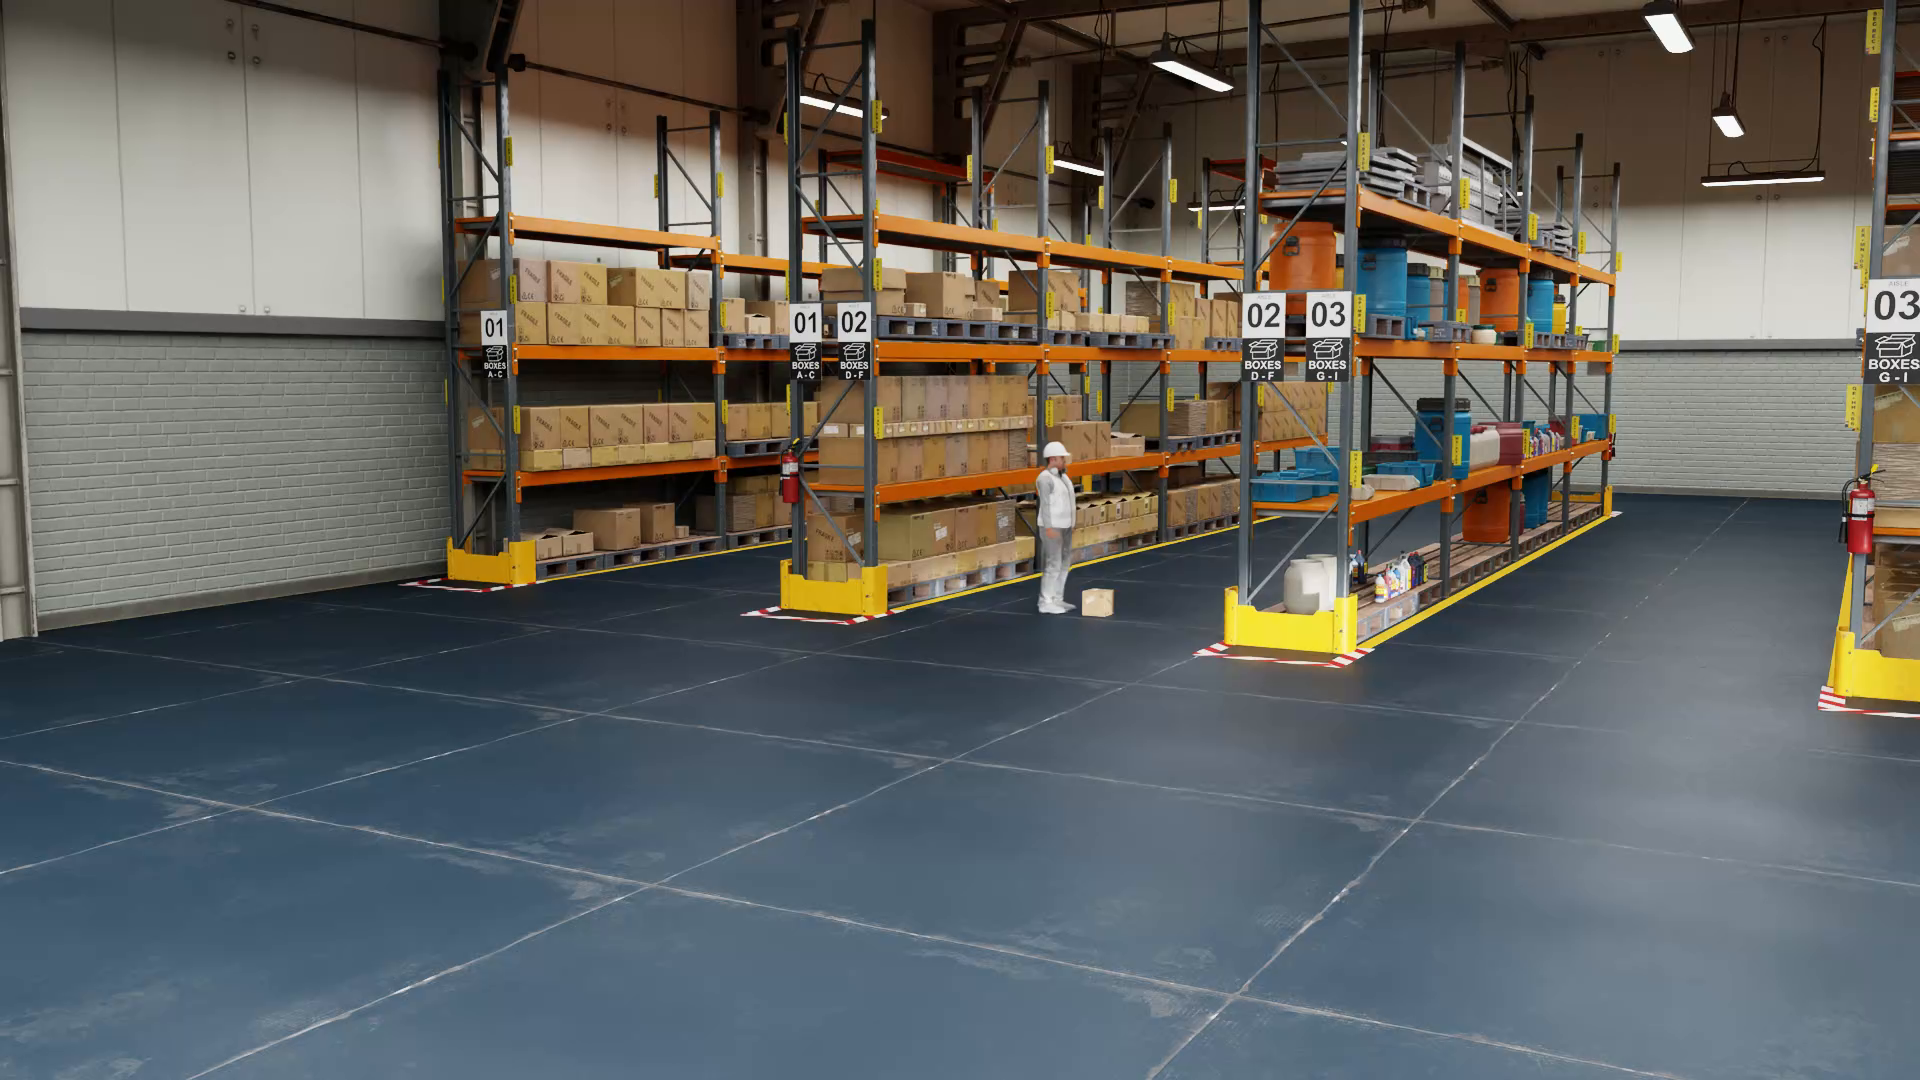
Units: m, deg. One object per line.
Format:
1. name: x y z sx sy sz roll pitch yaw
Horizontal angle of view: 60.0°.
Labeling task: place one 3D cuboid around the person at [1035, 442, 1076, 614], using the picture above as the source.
1. person: 1.014 -0.132 17.326 0.359 1.772 0.532 3 7 30
